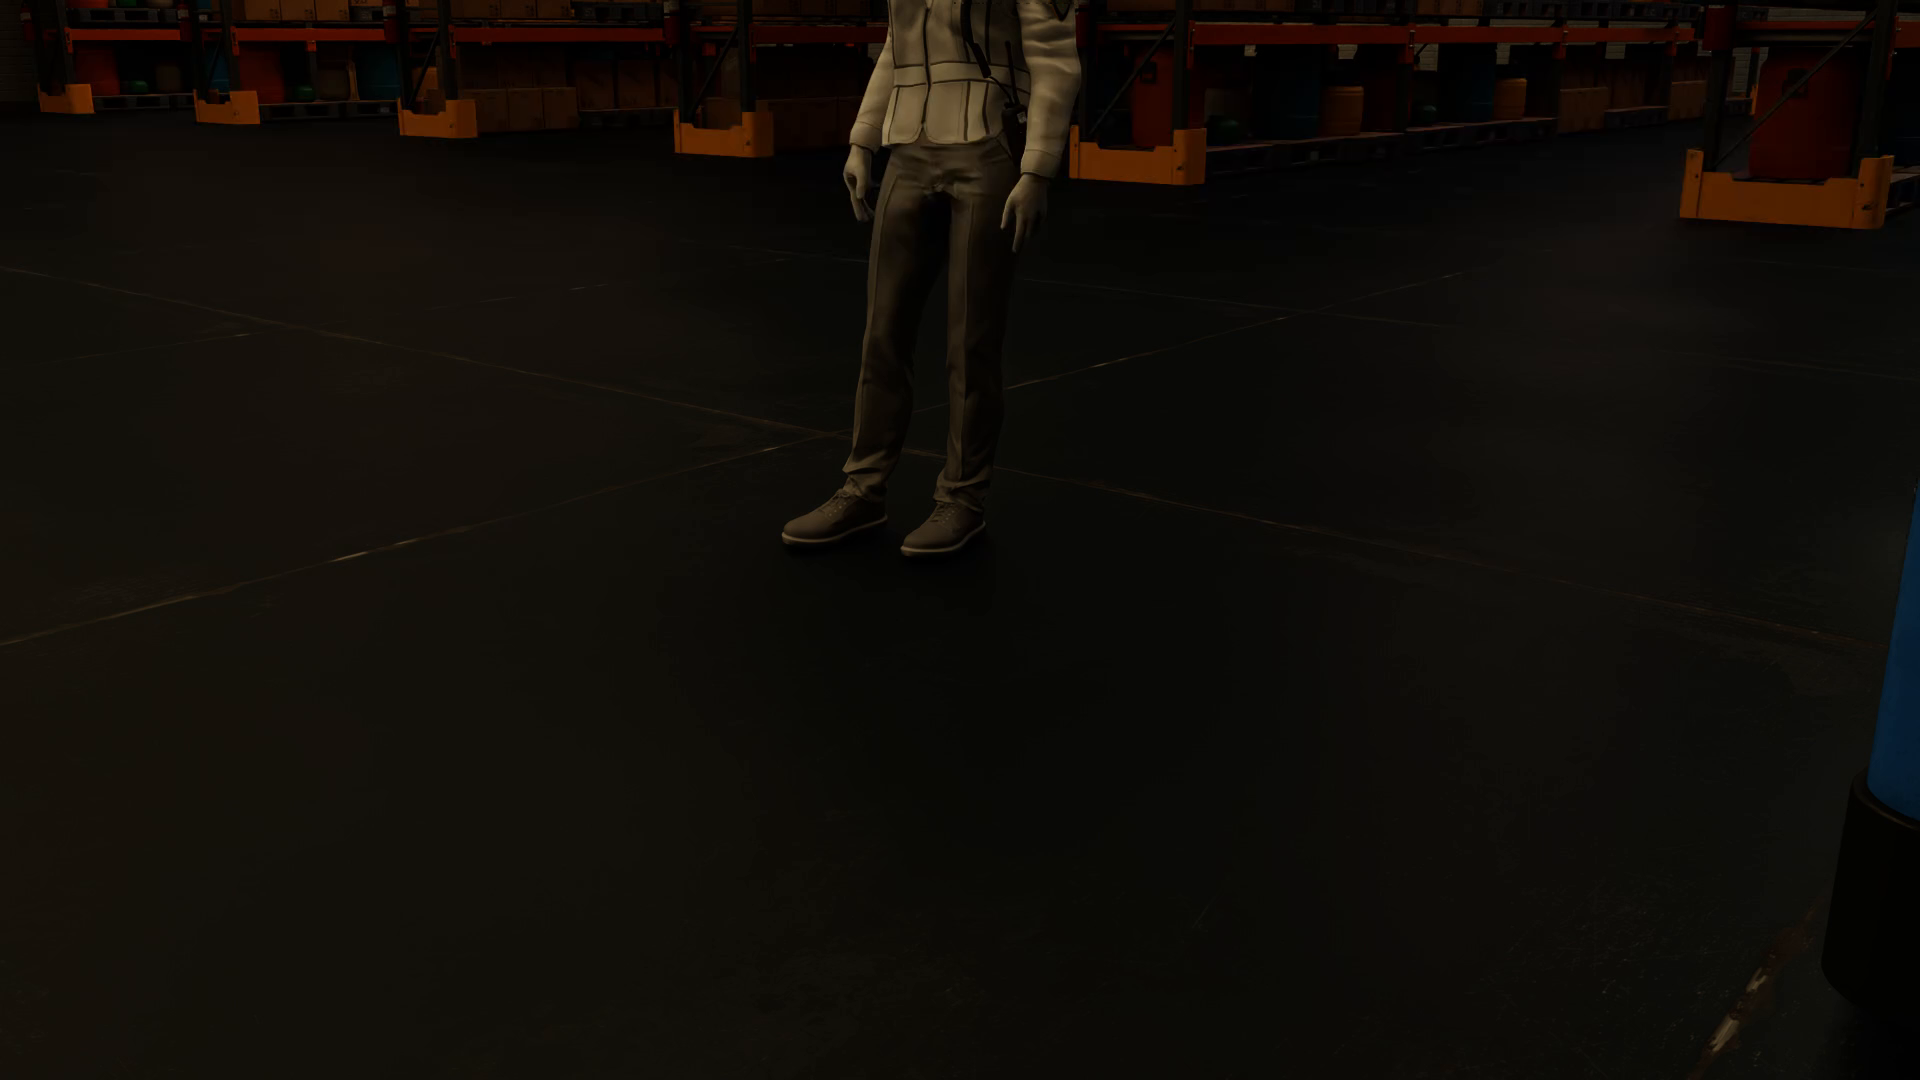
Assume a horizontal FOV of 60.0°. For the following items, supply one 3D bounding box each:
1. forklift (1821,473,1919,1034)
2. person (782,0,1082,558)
[{"bbox_3d":[2.365,-0.574,0.789,1.130,2.935,3.031,-14,22,-38],"label":"forklift"},{"bbox_3d":[-0.048,-0.804,3.648,0.587,1.696,0.534,13,21,37],"label":"person"}]
